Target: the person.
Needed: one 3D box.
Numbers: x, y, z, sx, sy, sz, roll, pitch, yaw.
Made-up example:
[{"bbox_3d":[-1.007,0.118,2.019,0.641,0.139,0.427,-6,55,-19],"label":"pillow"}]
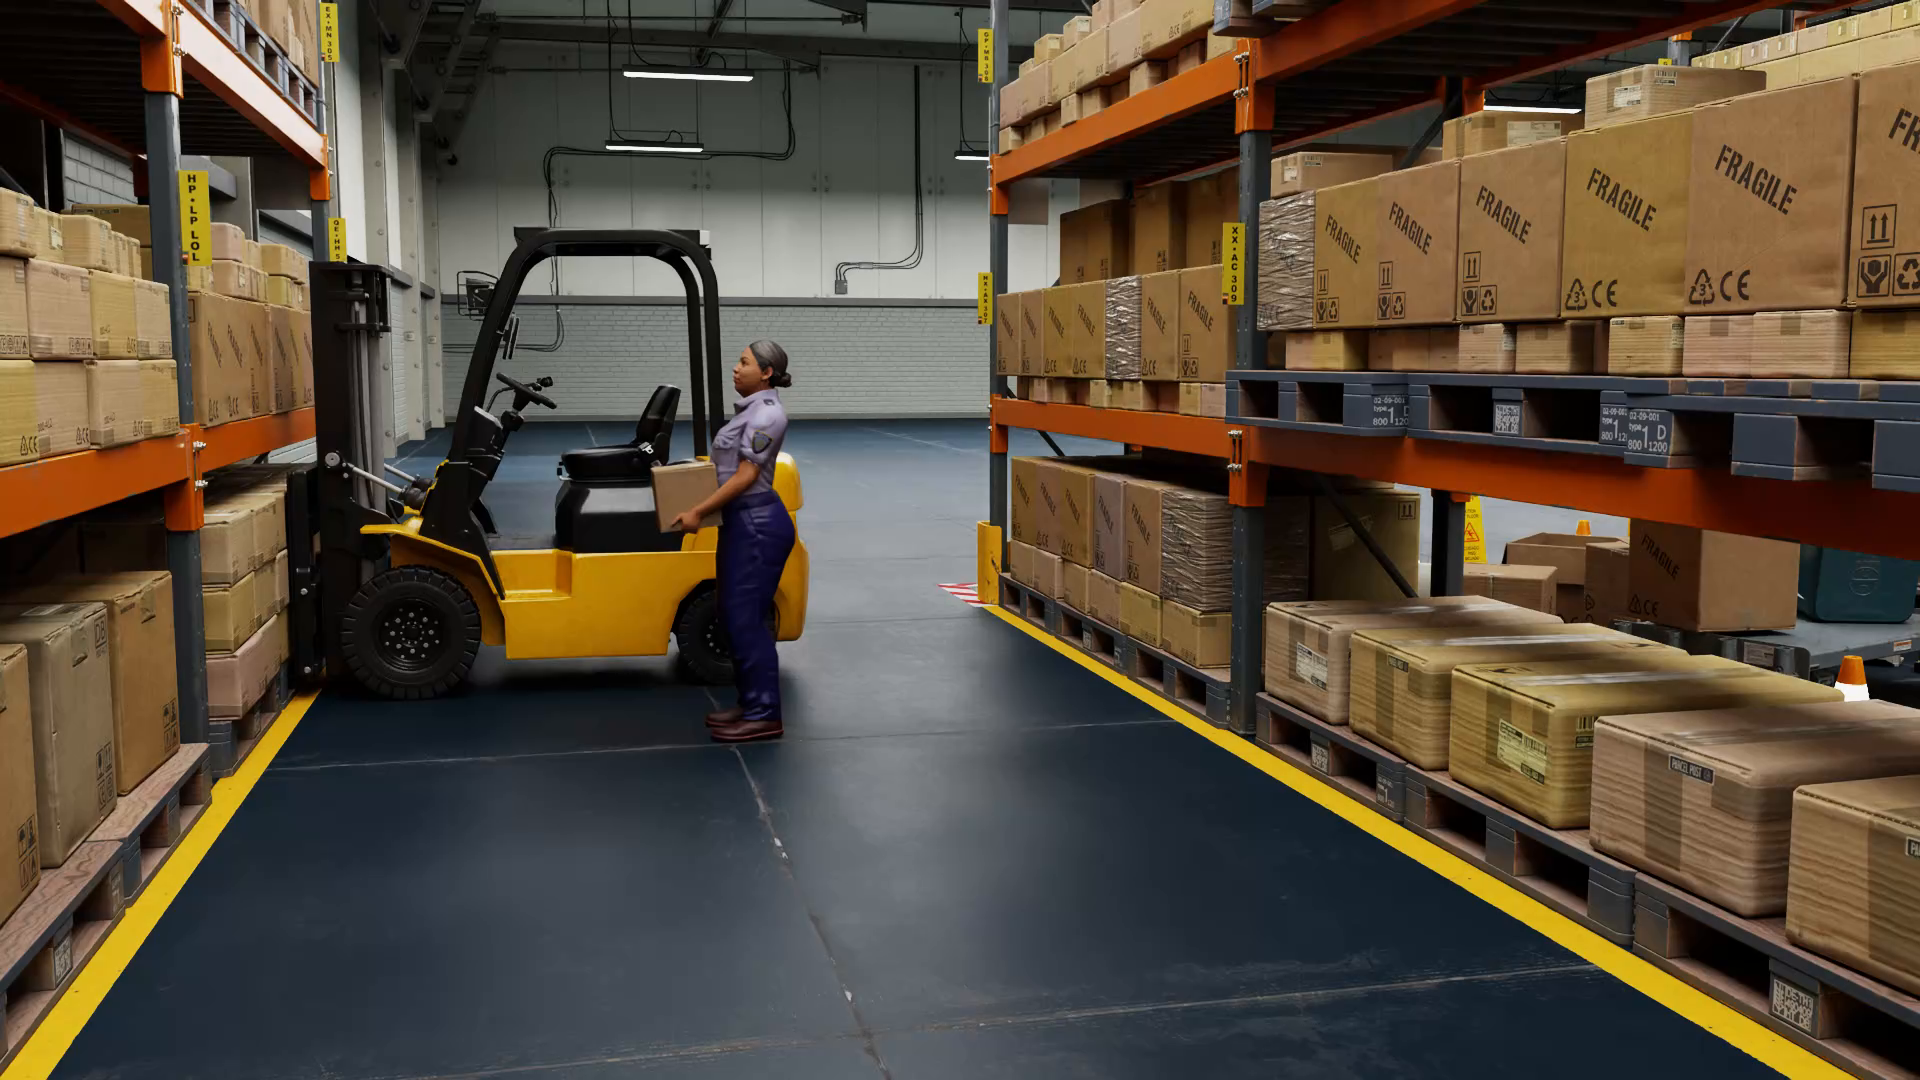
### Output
[{"bbox_3d":[-0.943,-0.007,6.864,0.516,1.634,0.452,-2,6,-14],"label":"person"}]
